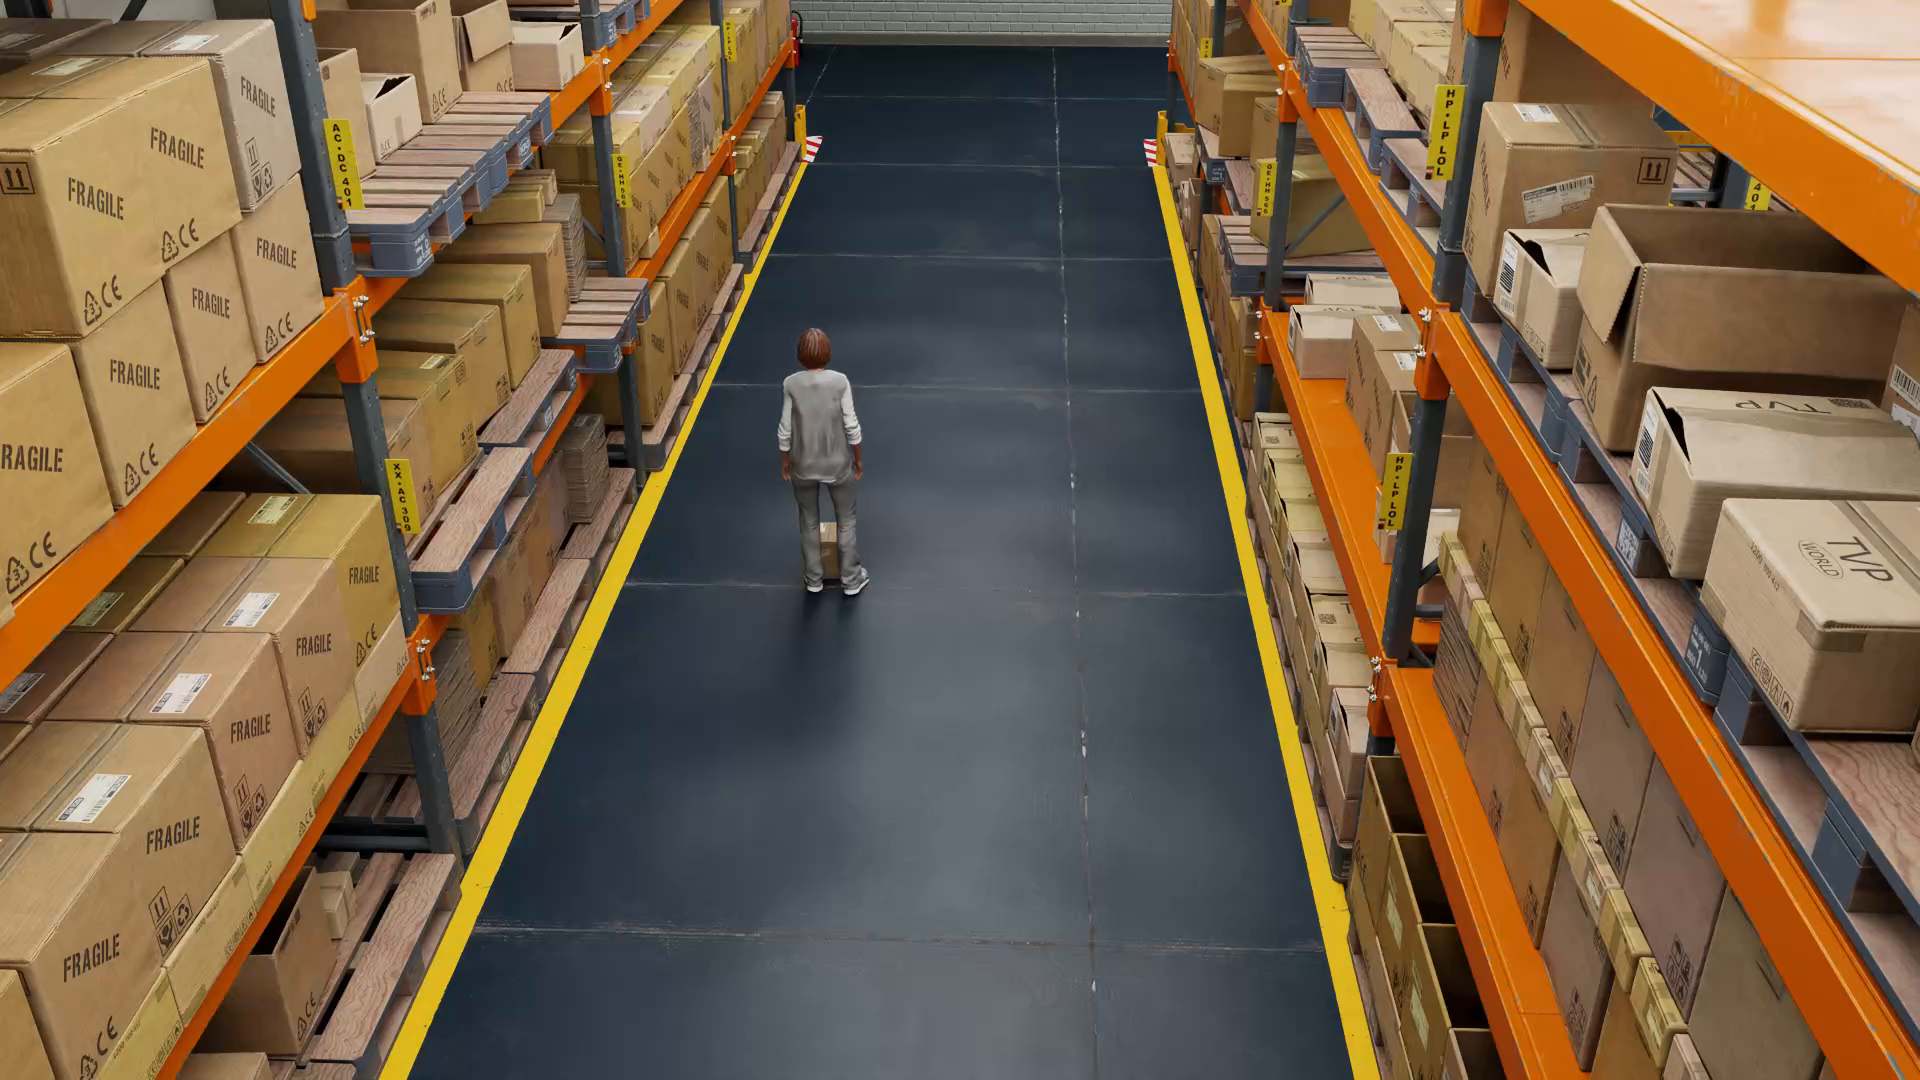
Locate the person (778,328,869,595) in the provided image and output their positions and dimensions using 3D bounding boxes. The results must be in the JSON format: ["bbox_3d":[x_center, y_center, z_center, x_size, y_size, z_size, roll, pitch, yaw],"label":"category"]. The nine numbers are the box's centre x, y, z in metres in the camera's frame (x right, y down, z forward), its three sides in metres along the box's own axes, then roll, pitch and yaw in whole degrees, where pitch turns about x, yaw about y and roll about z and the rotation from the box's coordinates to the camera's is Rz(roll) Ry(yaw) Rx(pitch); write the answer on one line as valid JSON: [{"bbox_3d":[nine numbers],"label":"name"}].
[{"bbox_3d":[-0.779,-0.417,9.419,0.477,1.582,0.367,0,28,0],"label":"person"}]
